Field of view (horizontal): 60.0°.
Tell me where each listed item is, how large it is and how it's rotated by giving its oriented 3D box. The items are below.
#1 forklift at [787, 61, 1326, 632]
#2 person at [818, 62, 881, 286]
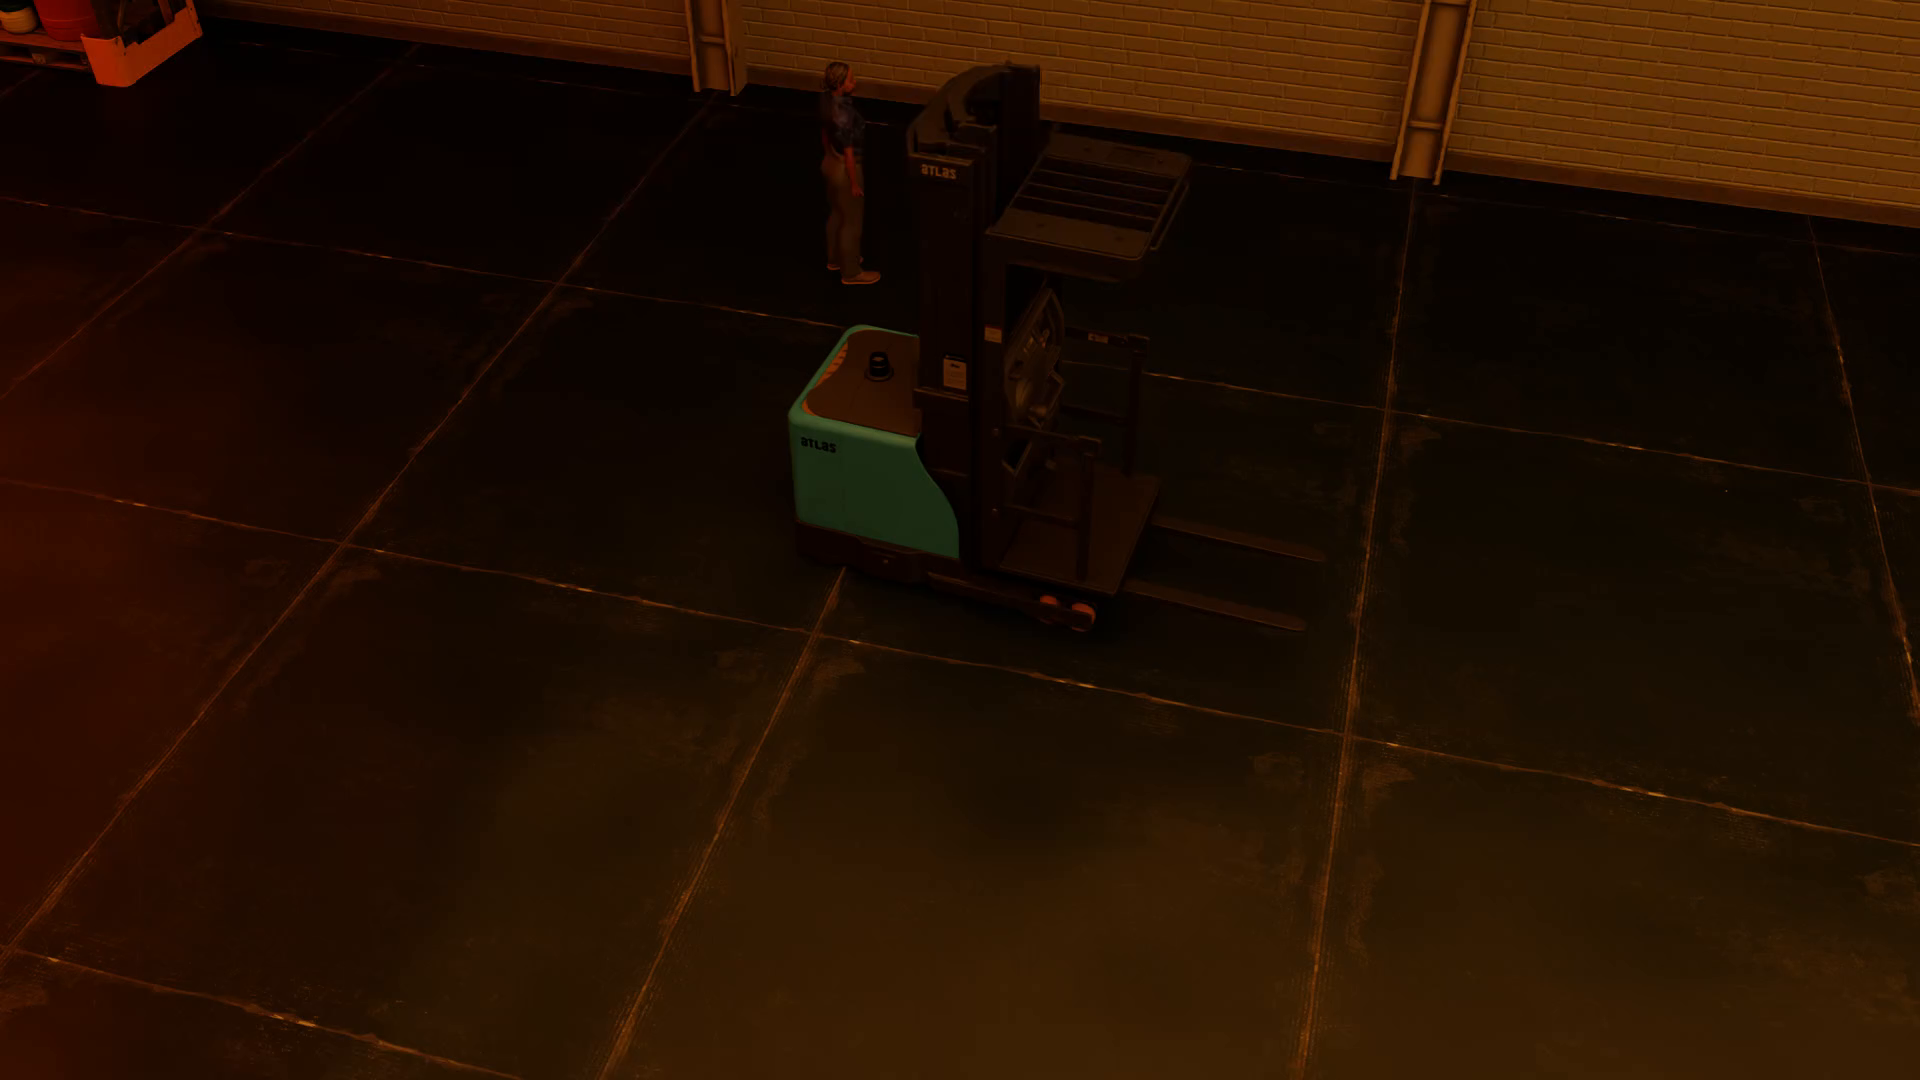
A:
[{"bbox_3d":[0.590,-0.976,8.975,3.031,2.935,1.130,13,43,15],"label":"forklift"},{"bbox_3d":[-0.806,-2.614,11.811,0.329,1.662,0.457,-17,44,-19],"label":"person"}]
